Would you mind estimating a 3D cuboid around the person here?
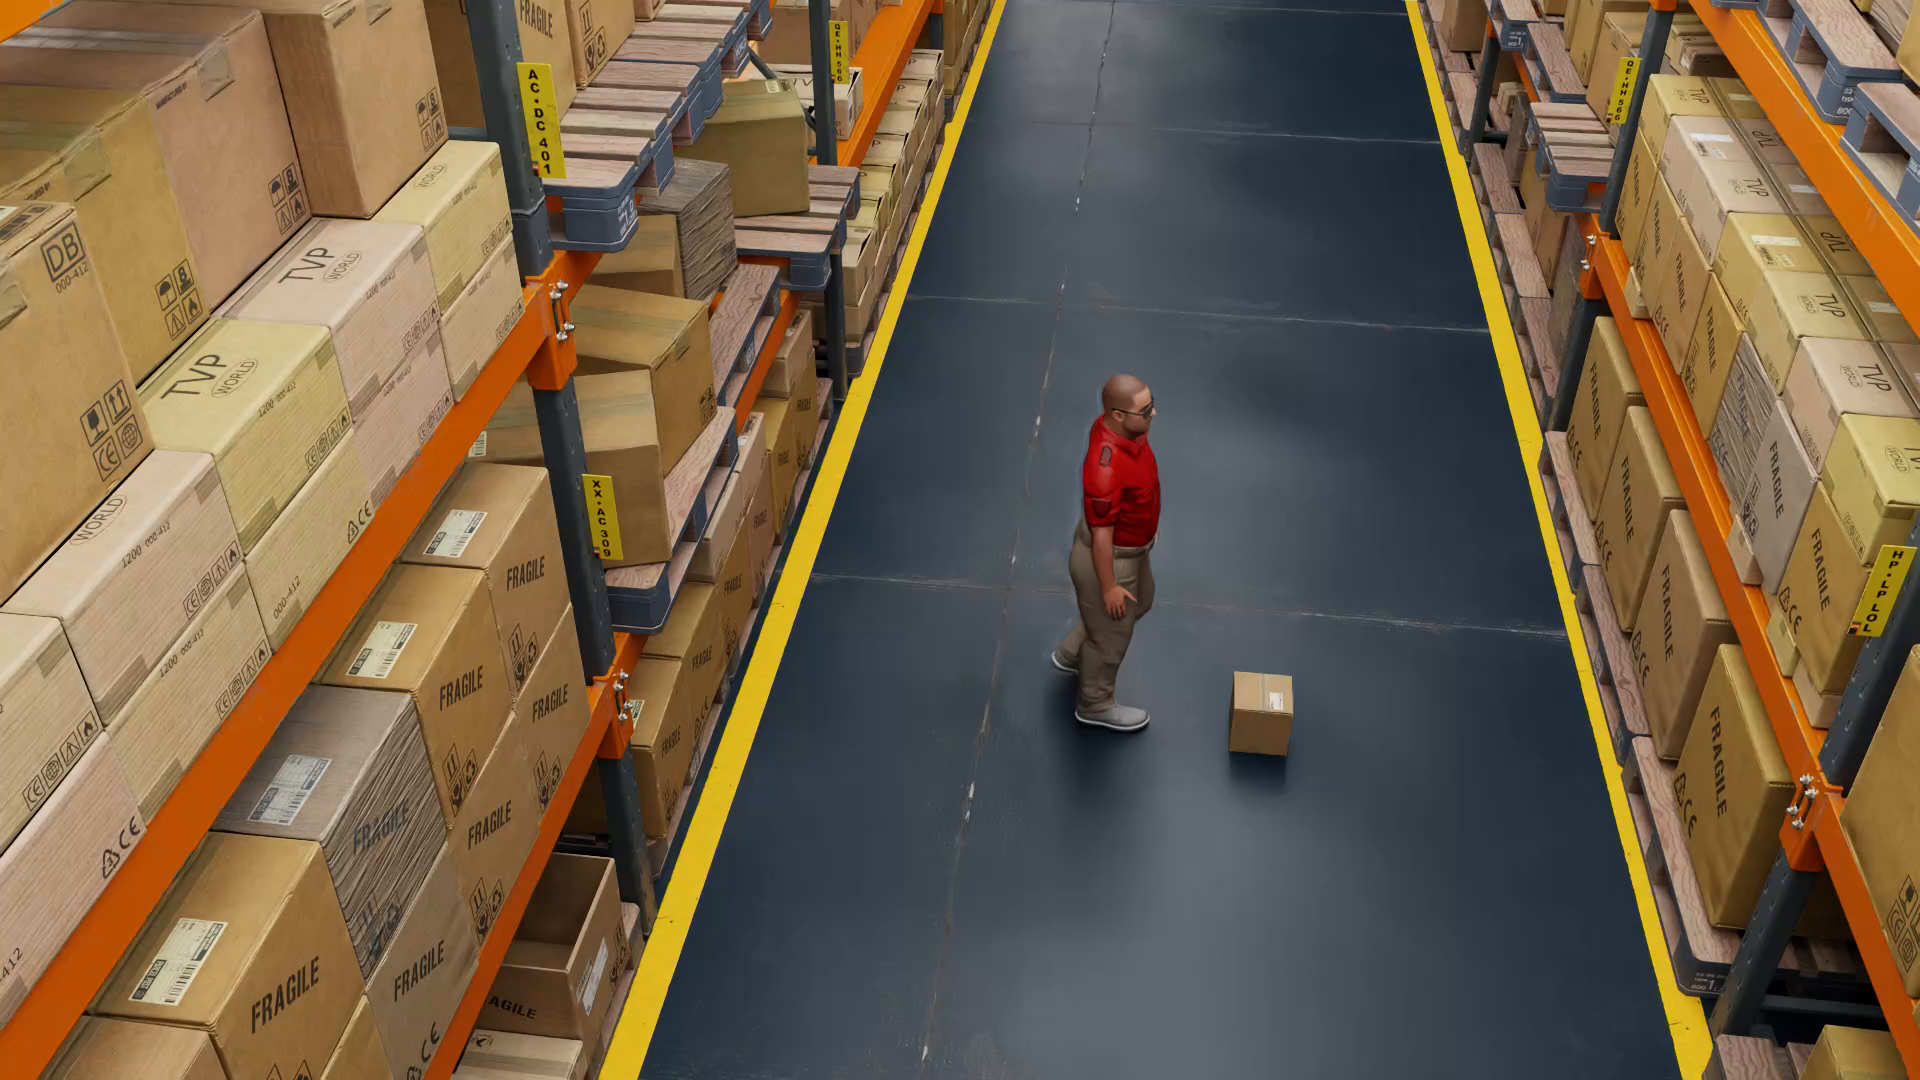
[{"bbox_3d":[0.618,0.057,6.965,0.471,1.739,0.585,6,36,8],"label":"person"}]
